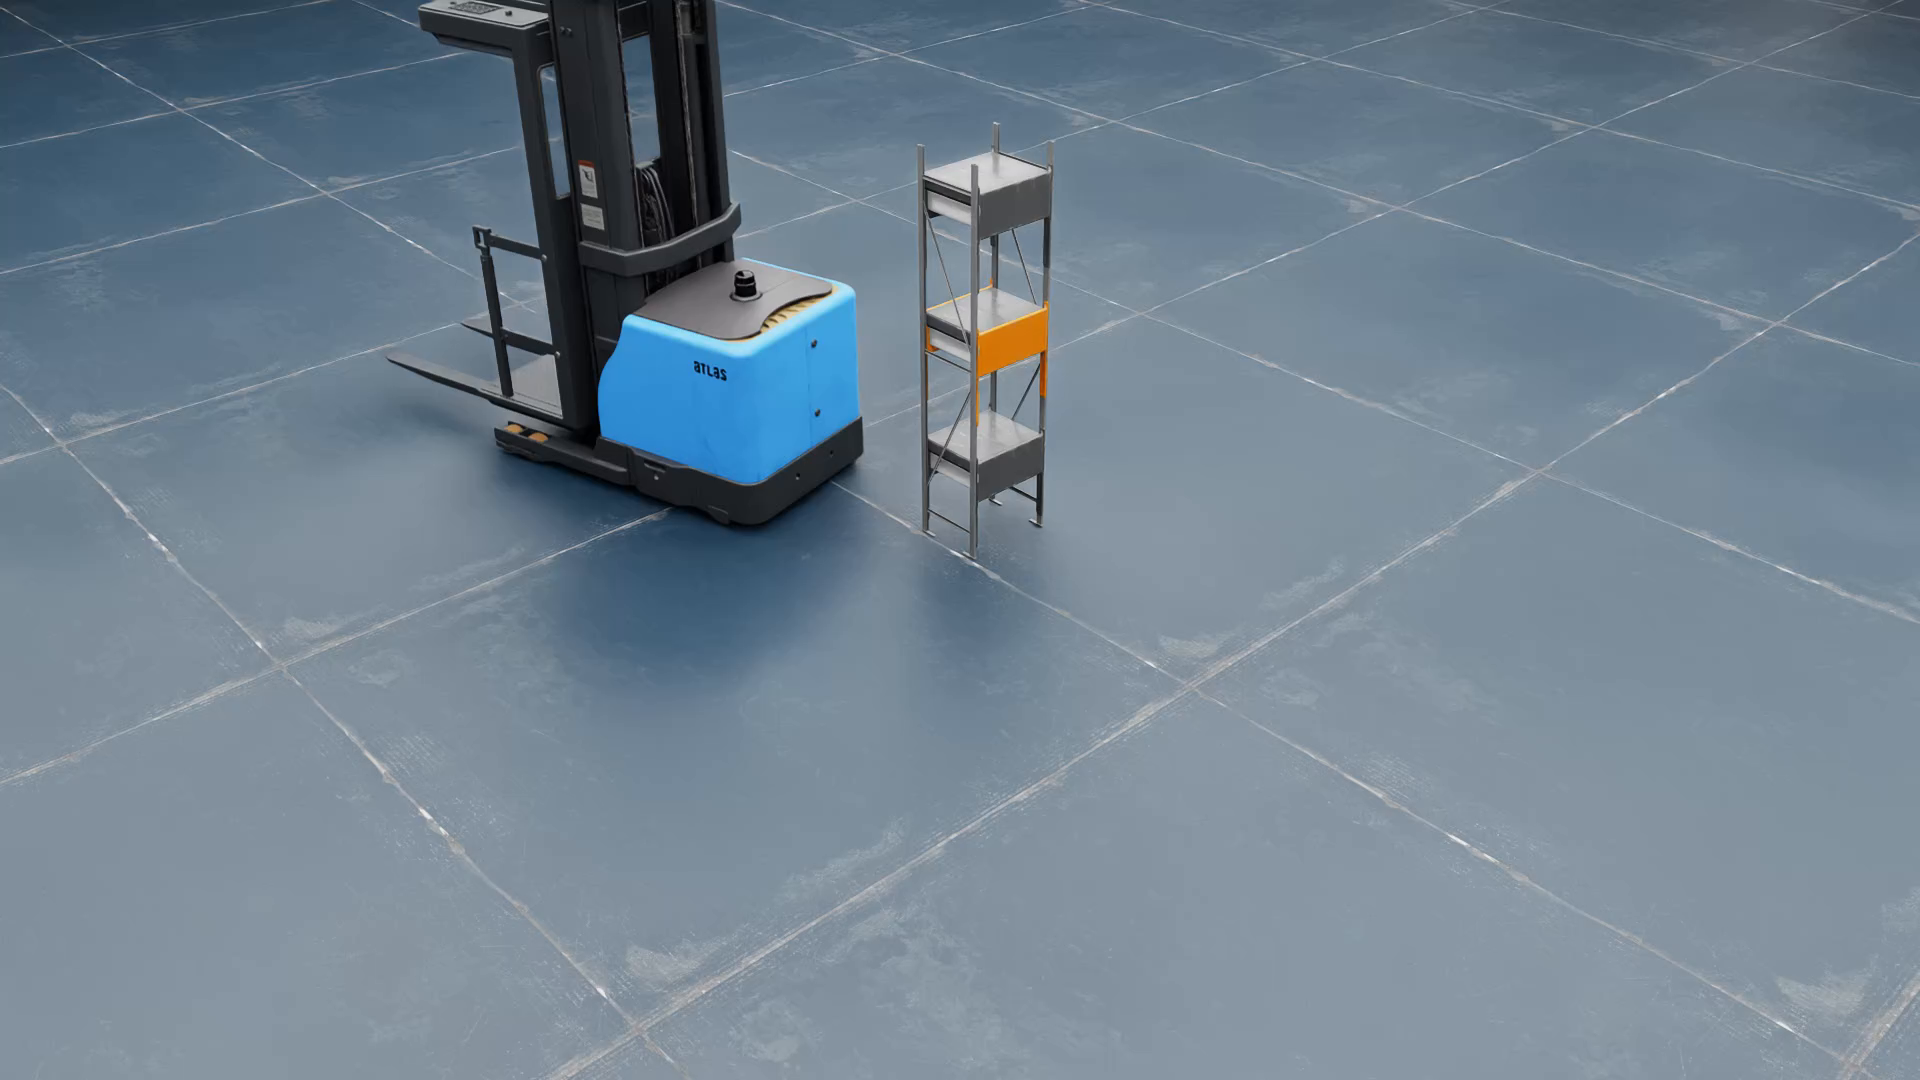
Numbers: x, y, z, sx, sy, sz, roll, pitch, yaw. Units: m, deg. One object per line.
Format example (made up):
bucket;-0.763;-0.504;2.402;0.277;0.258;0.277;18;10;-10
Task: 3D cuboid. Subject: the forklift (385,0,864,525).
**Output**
forklift;-2.063;-1.904;9.054;3.031;2.935;1.130;18;36;27

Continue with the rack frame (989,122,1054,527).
rack frame;0.300;-1.041;8.440;0.015;2.100;0.400;-26;40;-35

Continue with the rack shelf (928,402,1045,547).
rack shelf;0.121;-0.346;8.671;0.480;0.518;0.431;-26;40;-35

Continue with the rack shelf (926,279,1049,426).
rack shelf;0.121;-0.943;8.305;0.480;0.518;0.431;-26;40;-35

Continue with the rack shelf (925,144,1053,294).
rack shelf;0.121;-1.540;7.940;0.480;0.518;0.431;-26;40;-35

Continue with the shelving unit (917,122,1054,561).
shelving unit;0.121;-0.955;8.298;0.503;2.100;0.431;-26;40;-35

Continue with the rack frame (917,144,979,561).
rack frame;-0.058;-0.868;8.157;0.015;2.100;0.400;-26;40;-35
